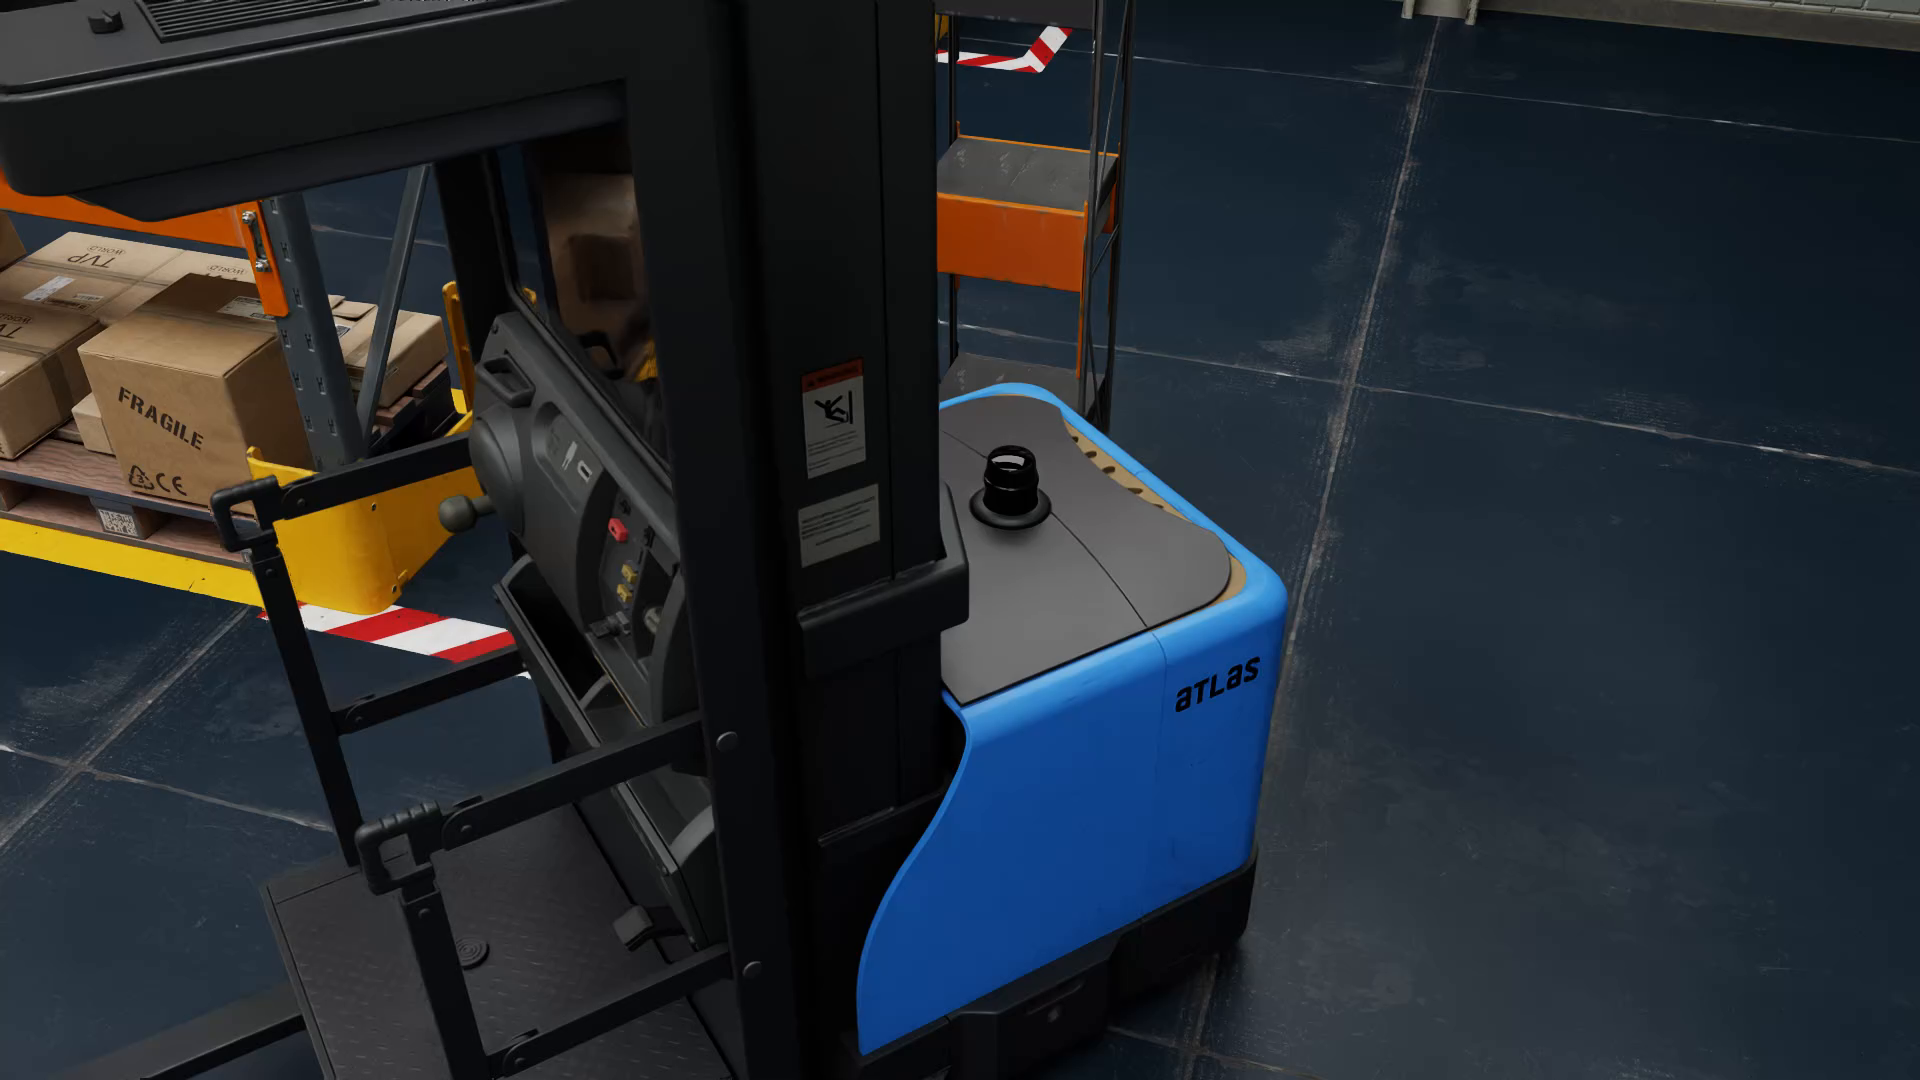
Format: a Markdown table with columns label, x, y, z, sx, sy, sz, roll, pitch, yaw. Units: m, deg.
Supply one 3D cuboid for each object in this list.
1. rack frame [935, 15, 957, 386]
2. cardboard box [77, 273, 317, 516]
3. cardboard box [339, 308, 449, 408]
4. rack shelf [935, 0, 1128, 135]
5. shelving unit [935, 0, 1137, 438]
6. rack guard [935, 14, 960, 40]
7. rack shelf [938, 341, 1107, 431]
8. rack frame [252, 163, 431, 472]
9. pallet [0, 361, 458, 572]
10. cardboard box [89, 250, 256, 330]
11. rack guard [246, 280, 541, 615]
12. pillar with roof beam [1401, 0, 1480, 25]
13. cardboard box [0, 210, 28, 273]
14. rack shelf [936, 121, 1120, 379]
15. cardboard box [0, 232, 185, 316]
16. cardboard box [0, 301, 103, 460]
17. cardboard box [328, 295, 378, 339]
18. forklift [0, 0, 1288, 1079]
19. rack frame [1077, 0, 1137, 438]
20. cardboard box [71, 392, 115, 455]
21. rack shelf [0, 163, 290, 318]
| label | x | y | z | sx | sy | sz | roll | pitch | yaw |
| --- | --- | --- | --- | --- | --- | --- | --- | --- | --- |
| rack frame | -0.075 | -0.860 | 4.646 | 0.015 | 2.100 | 0.400 | 10 | 38 | 14 |
| cardboard box | -2.235 | -0.449 | 5.067 | 0.500 | 0.500 | 0.500 | 10 | 38 | 14 |
| cardboard box | -1.940 | -0.619 | 5.595 | 0.250 | 0.149 | 0.380 | 10 | 38 | 14 |
| rack shelf | 0.158 | -1.369 | 4.181 | 0.480 | 0.518 | 0.431 | 10 | 38 | 14 |
| shelving unit | 0.158 | -0.816 | 4.588 | 0.503 | 2.100 | 0.431 | 10 | 38 | 14 |
| rack guard | -0.146 | -3.114 | 9.059 | 0.348 | 0.500 | 1.175 | 10 | 38 | 14 |
| rack shelf | 0.158 | -0.242 | 5.011 | 0.480 | 0.518 | 0.431 | 10 | 38 | 14 |
| rack frame | -1.642 | -1.322 | 4.515 | 0.127 | 3.000 | 1.000 | 10 | 38 | 14 |
| pallet | -2.476 | -0.352 | 5.551 | 1.213 | 0.211 | 1.003 | 10 | 38 | 14 |
| cardboard box | -2.554 | -0.736 | 5.668 | 0.500 | 0.250 | 0.500 | 10 | 38 | 14 |
| rack guard | -1.715 | -0.328 | 5.274 | 0.348 | 0.500 | 1.175 | 10 | 38 | 14 |
| pillar with roof beam | 1.382 | -4.118 | 3.253 | 0.400 | 9.000 | 9.100 | 10 | 38 | 14 |
| cardboard box | -3.666 | -0.871 | 5.638 | 0.637 | 0.503 | 0.797 | 10 | 38 | 14 |
| rack shelf | 0.158 | -0.805 | 4.596 | 0.480 | 0.518 | 0.431 | 10 | 38 | 14 |
| cardboard box | -3.031 | -0.825 | 5.789 | 0.500 | 0.250 | 0.500 | 10 | 38 | 14 |
| cardboard box | -3.133 | -0.533 | 5.392 | 0.500 | 0.250 | 0.500 | 10 | 38 | 14 |
| cardboard box | -2.178 | -0.670 | 5.649 | 0.250 | 0.166 | 0.380 | 10 | 38 | 14 |
| forklift | -0.848 | -0.017 | 2.800 | 3.031 | 2.935 | 1.130 | -20 | 41 | -25 |
| rack frame | 0.391 | -0.773 | 4.529 | 0.015 | 2.100 | 0.400 | 10 | 38 | 14 |
| cardboard box | -2.595 | -0.437 | 5.332 | 0.250 | 0.166 | 0.380 | 10 | 38 | 14 |
| rack shelf | -3.551 | -1.385 | 5.209 | 4.000 | 0.370 | 1.077 | 10 | 38 | 14 |
